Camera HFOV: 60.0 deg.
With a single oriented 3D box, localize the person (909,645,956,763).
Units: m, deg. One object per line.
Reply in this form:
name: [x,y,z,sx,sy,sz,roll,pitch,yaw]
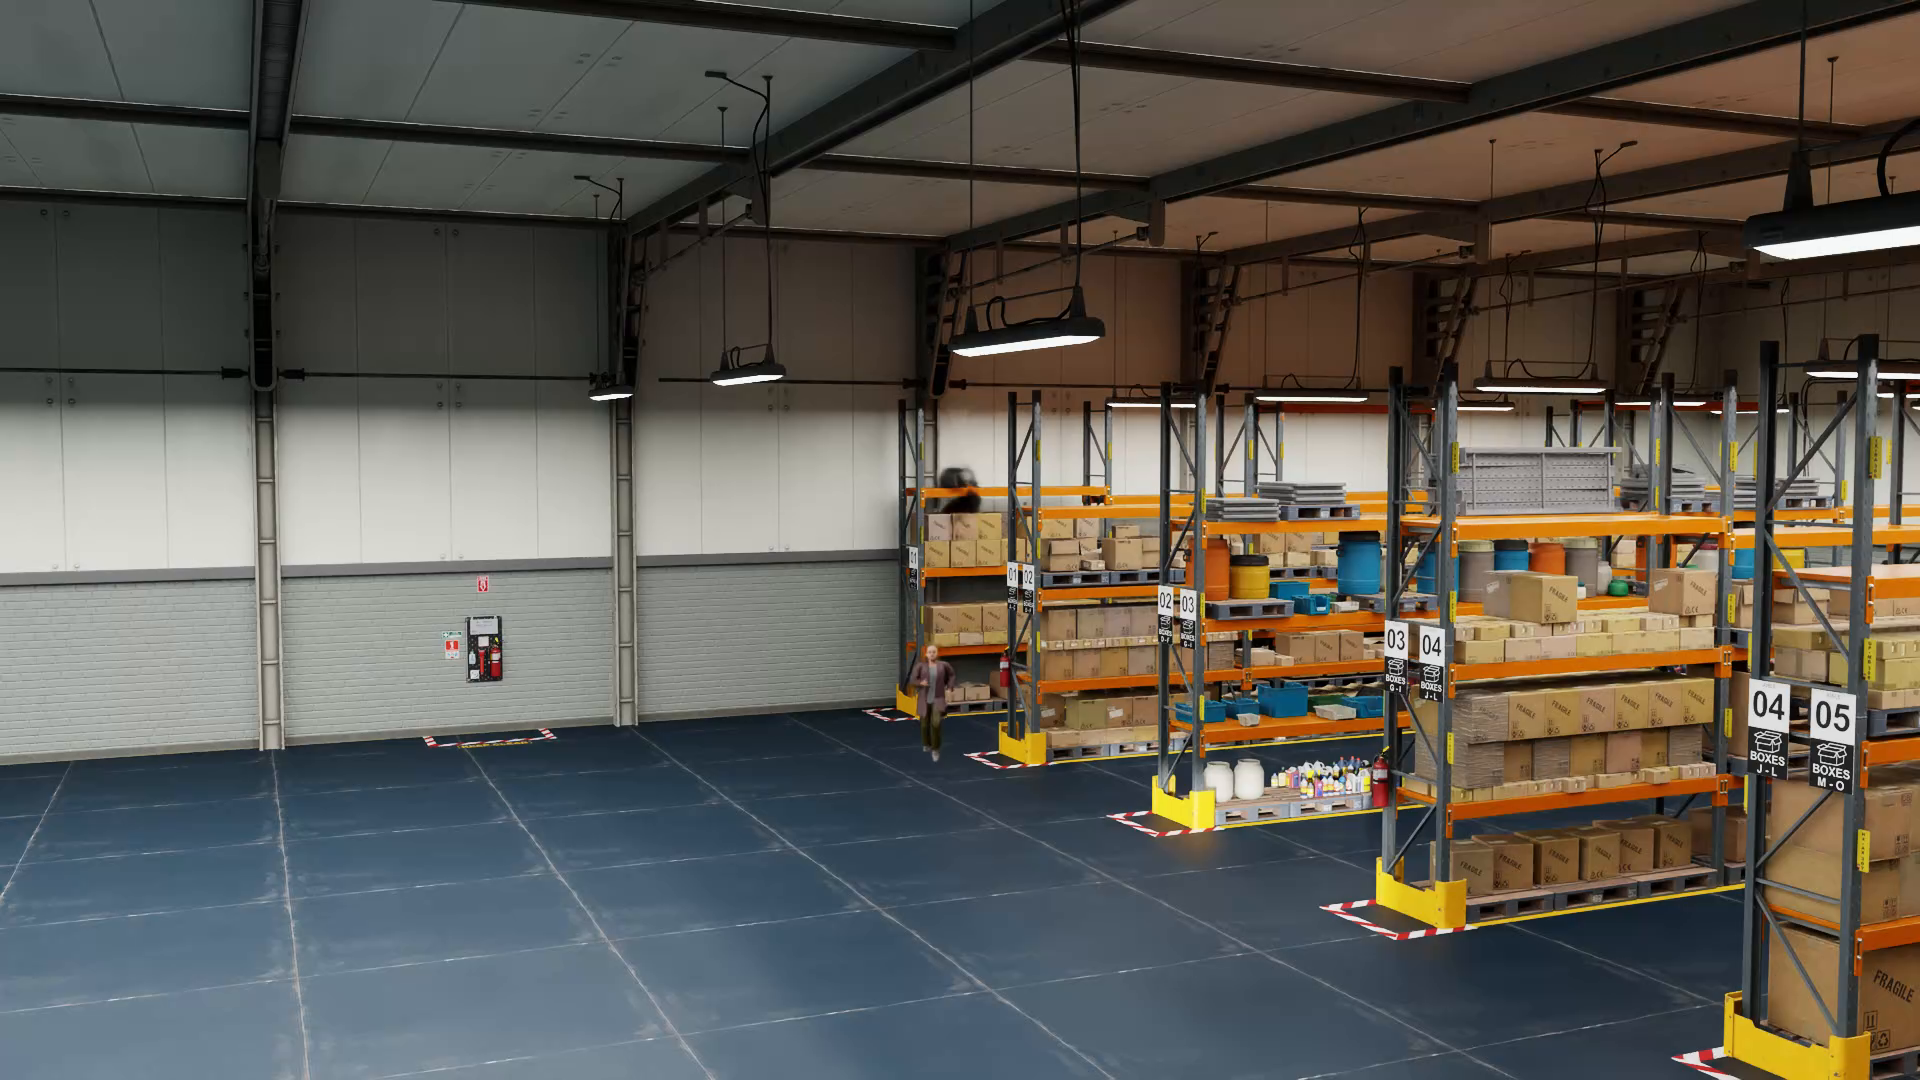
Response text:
person: [-0.437,2.556,26.050,0.711,1.813,0.785,0,3,4]
